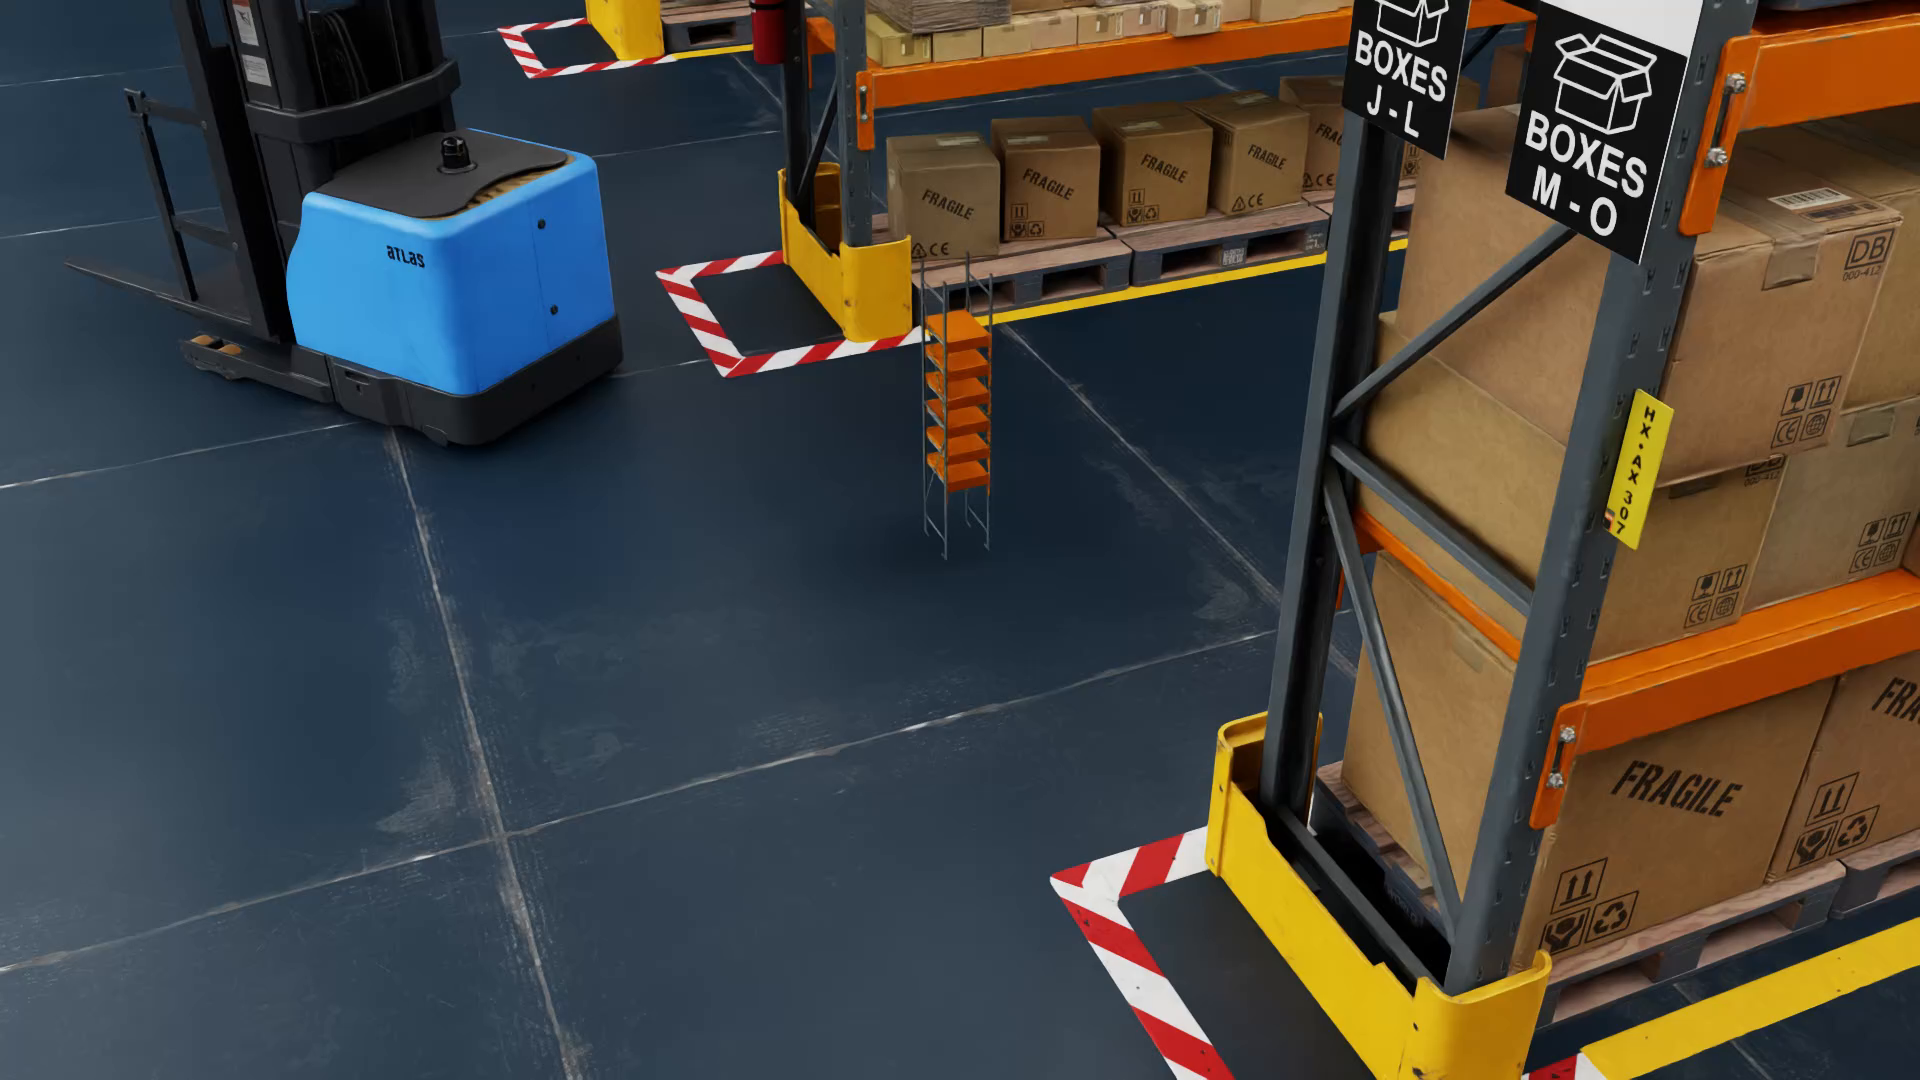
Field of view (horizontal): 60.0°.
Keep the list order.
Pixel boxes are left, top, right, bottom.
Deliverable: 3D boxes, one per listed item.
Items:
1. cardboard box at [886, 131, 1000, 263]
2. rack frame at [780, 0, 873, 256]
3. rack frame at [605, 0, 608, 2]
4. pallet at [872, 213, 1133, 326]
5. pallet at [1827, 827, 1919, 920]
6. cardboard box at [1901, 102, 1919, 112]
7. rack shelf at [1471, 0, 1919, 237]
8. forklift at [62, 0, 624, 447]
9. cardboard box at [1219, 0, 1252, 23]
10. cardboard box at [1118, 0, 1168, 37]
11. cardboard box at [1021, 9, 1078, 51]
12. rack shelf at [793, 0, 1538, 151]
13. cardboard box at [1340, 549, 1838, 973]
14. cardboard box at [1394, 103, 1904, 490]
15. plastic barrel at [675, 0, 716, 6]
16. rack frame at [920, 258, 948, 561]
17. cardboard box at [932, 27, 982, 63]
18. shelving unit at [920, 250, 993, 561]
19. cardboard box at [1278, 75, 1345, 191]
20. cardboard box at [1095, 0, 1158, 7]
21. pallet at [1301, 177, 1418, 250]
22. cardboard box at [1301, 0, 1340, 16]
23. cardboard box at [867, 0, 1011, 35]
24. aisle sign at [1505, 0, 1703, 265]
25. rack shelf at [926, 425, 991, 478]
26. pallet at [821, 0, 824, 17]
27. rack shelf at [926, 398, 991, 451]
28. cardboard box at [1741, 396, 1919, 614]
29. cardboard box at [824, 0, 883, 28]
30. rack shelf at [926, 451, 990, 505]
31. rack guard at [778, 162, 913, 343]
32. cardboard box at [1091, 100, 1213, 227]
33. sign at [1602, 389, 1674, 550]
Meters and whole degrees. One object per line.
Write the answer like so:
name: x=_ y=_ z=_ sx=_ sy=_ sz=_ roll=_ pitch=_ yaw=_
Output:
cardboard box: x=-0.091 y=-1.791 z=8.659 sx=0.500 sy=0.500 sz=0.500 roll=-7 pitch=34 yaw=-10
rack frame: x=-0.674 y=-2.539 z=7.903 sx=0.127 sy=3.000 sz=1.000 roll=-13 pitch=35 yaw=-19
rack frame: x=-2.591 y=-5.030 z=11.730 sx=0.127 sy=3.000 sz=1.000 roll=-13 pitch=35 yaw=-19
pallet: x=0.159 y=-1.540 z=8.924 sx=1.213 sy=0.211 sz=1.003 roll=-13 pitch=35 yaw=-19
pallet: x=2.984 y=0.681 z=5.510 sx=1.213 sy=0.211 sz=1.003 roll=-13 pitch=35 yaw=-19
cardboard box: x=2.551 y=-0.811 z=4.118 sx=0.550 sy=0.550 sz=0.875 roll=-13 pitch=35 yaw=-19
rack shelf: x=2.997 y=-1.402 z=4.064 sx=4.000 sy=0.370 sz=1.077 roll=-13 pitch=35 yaw=-19
forklift: x=-3.142 y=-2.220 z=7.475 sx=3.031 sy=2.935 sz=1.130 roll=18 pitch=37 yaw=25
cardboard box: x=1.281 y=-2.762 z=8.475 sx=0.250 sy=0.149 sz=0.380 roll=-13 pitch=35 yaw=-19
cardboard box: x=0.831 y=-2.642 z=8.290 sx=0.250 sy=0.149 sz=0.380 roll=-13 pitch=35 yaw=-19
cardboard box: x=0.378 y=-2.526 z=8.112 sx=0.250 sy=0.149 sz=0.380 roll=-13 pitch=35 yaw=-19
rack shelf: x=1.171 y=-2.660 z=8.748 sx=4.000 sy=0.370 sz=1.077 roll=-13 pitch=35 yaw=-19
cardboard box: x=1.753 y=0.514 z=4.773 sx=0.875 sy=0.875 sz=0.875 roll=-13 pitch=35 yaw=-19
cardboard box: x=1.511 y=-0.598 z=3.792 sx=0.550 sy=0.550 sz=0.875 roll=-13 pitch=35 yaw=-19
plastic barrel: x=-2.014 y=-4.341 z=12.567 sx=0.421 sy=0.512 sz=0.421 roll=0 pitch=33 yaw=0
rack frame: x=-0.098 y=-0.481 z=6.388 sx=0.006 sy=1.200 sz=0.240 roll=-13 pitch=35 yaw=-19
cardboard box: x=-0.081 y=-2.418 z=7.946 sx=0.250 sy=0.149 sz=0.380 roll=-13 pitch=35 yaw=-19
shelving unit: x=-0.013 y=-0.500 z=6.418 sx=0.189 sy=1.200 sz=0.258 roll=-13 pitch=35 yaw=-19
cardboard box: x=2.105 y=-2.323 z=9.477 sx=0.500 sy=0.500 sz=0.500 roll=-2 pitch=33 yaw=-4
cardboard box: x=0.737 y=-3.058 z=8.335 sx=0.500 sy=0.500 sz=0.875 roll=-13 pitch=35 yaw=-19
pallet: x=2.409 y=-2.056 z=9.716 sx=1.213 sy=0.211 sz=1.003 roll=-13 pitch=35 yaw=-19
cardboard box: x=1.758 y=-2.846 z=8.605 sx=0.250 sy=0.149 sz=0.380 roll=-13 pitch=35 yaw=-19
cardboard box: x=-0.156 y=-2.808 z=7.951 sx=0.500 sy=0.500 sz=0.875 roll=-13 pitch=35 yaw=-19
aisle sign: x=1.204 y=-0.948 z=3.073 sx=0.004 sy=0.787 sz=0.394 roll=-13 pitch=35 yaw=-19
rack shelf: x=-0.013 y=-0.362 z=6.508 sx=0.180 sy=0.103 sz=0.258 roll=-13 pitch=35 yaw=-19
pallet: x=-0.665 y=-4.325 z=13.204 sx=1.213 sy=0.211 sz=1.003 roll=-13 pitch=35 yaw=-19
rack shelf: x=-0.013 y=-0.463 z=6.442 sx=0.180 sy=0.103 sz=0.258 roll=-13 pitch=35 yaw=-19
cardboard box: x=1.977 y=-0.315 z=4.346 sx=0.550 sy=0.550 sz=0.875 roll=-13 pitch=35 yaw=-19
cardboard box: x=-0.491 y=-2.598 z=8.223 sx=0.250 sy=0.149 sz=0.380 roll=-13 pitch=35 yaw=-19
rack shelf: x=-0.013 y=-0.261 z=6.573 sx=0.180 sy=0.103 sz=0.258 roll=-13 pitch=35 yaw=-19
rack guard: x=-0.603 y=-1.508 z=8.609 sx=0.348 sy=0.500 sz=1.175 roll=-13 pitch=35 yaw=-19
cardboard box: x=1.031 y=-2.057 z=9.068 sx=0.500 sy=0.500 sz=0.500 roll=-10 pitch=34 yaw=-14
sign: x=1.363 y=-0.140 z=3.348 sx=0.005 sy=0.325 sz=0.100 roll=-13 pitch=35 yaw=-19
